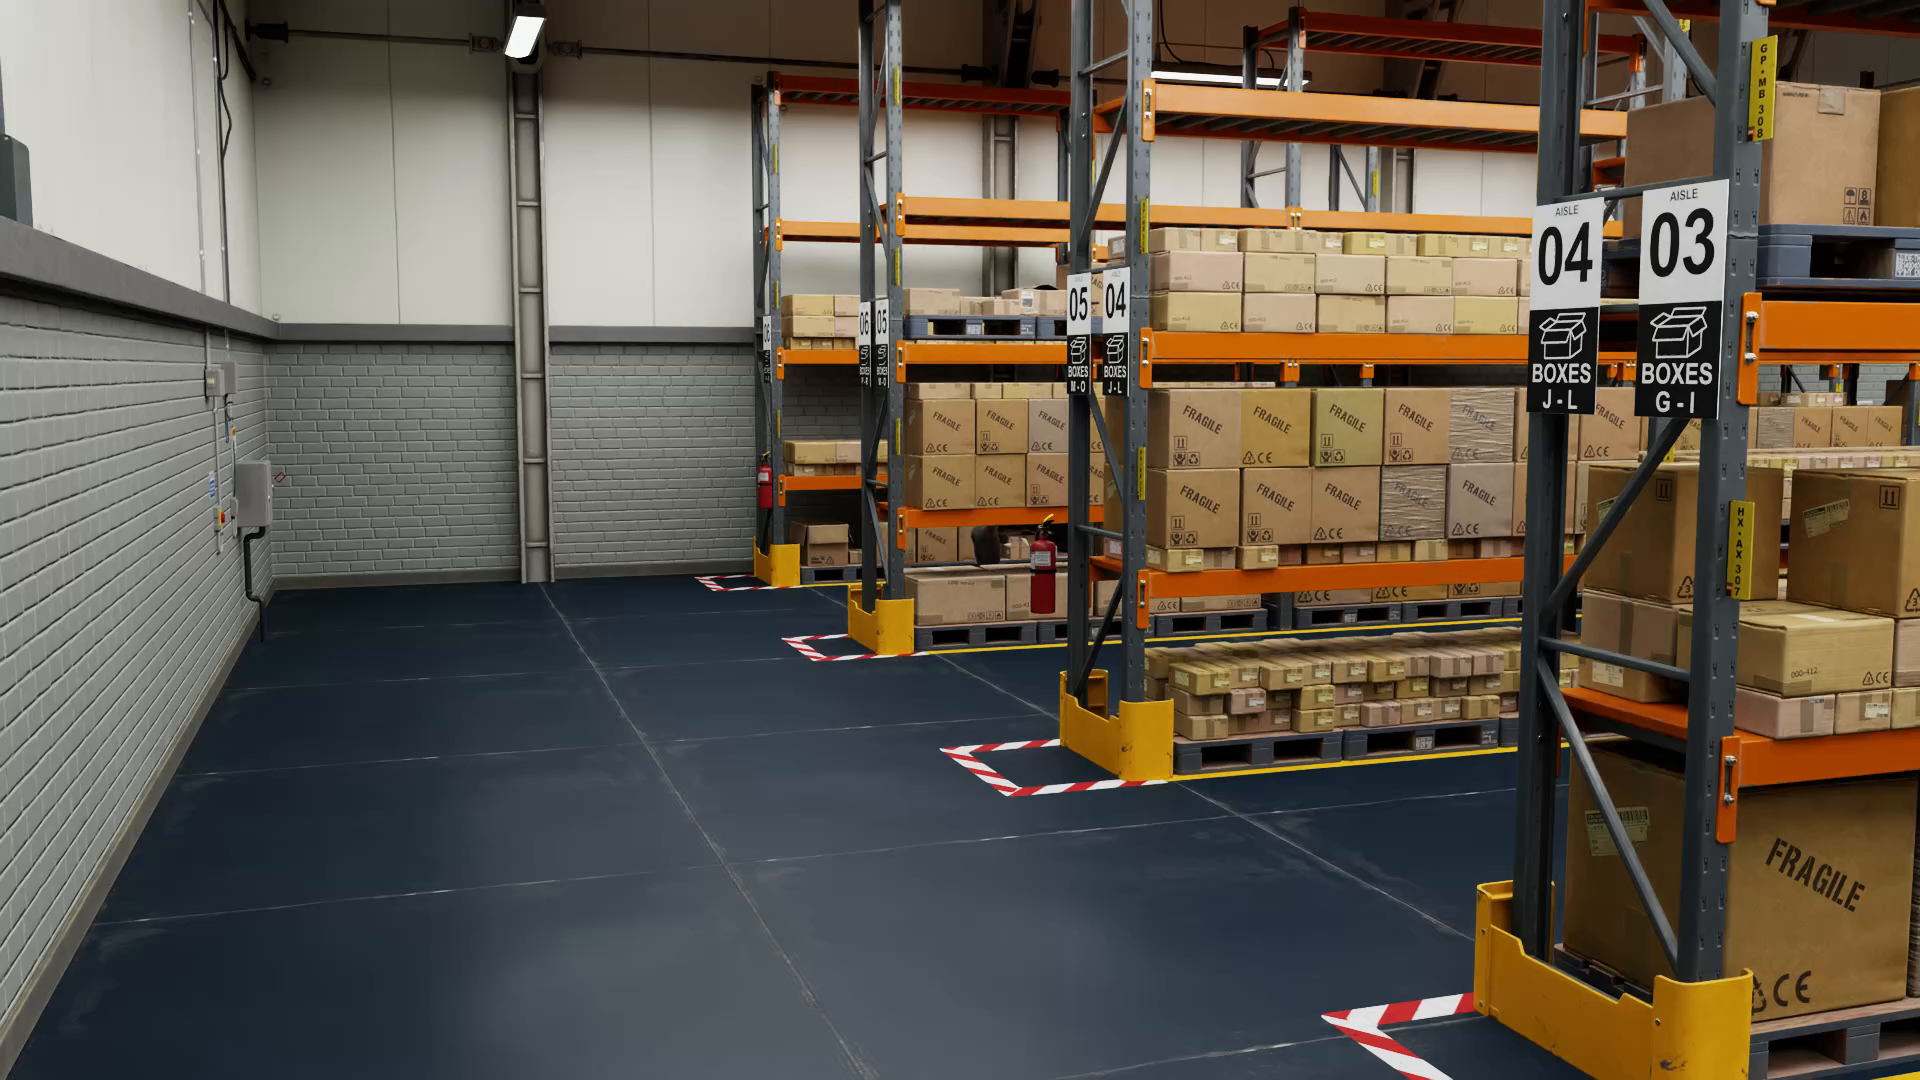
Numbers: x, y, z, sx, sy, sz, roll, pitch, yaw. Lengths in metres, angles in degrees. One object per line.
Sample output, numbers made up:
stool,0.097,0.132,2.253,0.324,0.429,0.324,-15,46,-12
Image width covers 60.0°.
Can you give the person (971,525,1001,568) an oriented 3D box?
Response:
person,0.277,-0.034,17.508,0.306,1.649,0.440,-2,6,-16
